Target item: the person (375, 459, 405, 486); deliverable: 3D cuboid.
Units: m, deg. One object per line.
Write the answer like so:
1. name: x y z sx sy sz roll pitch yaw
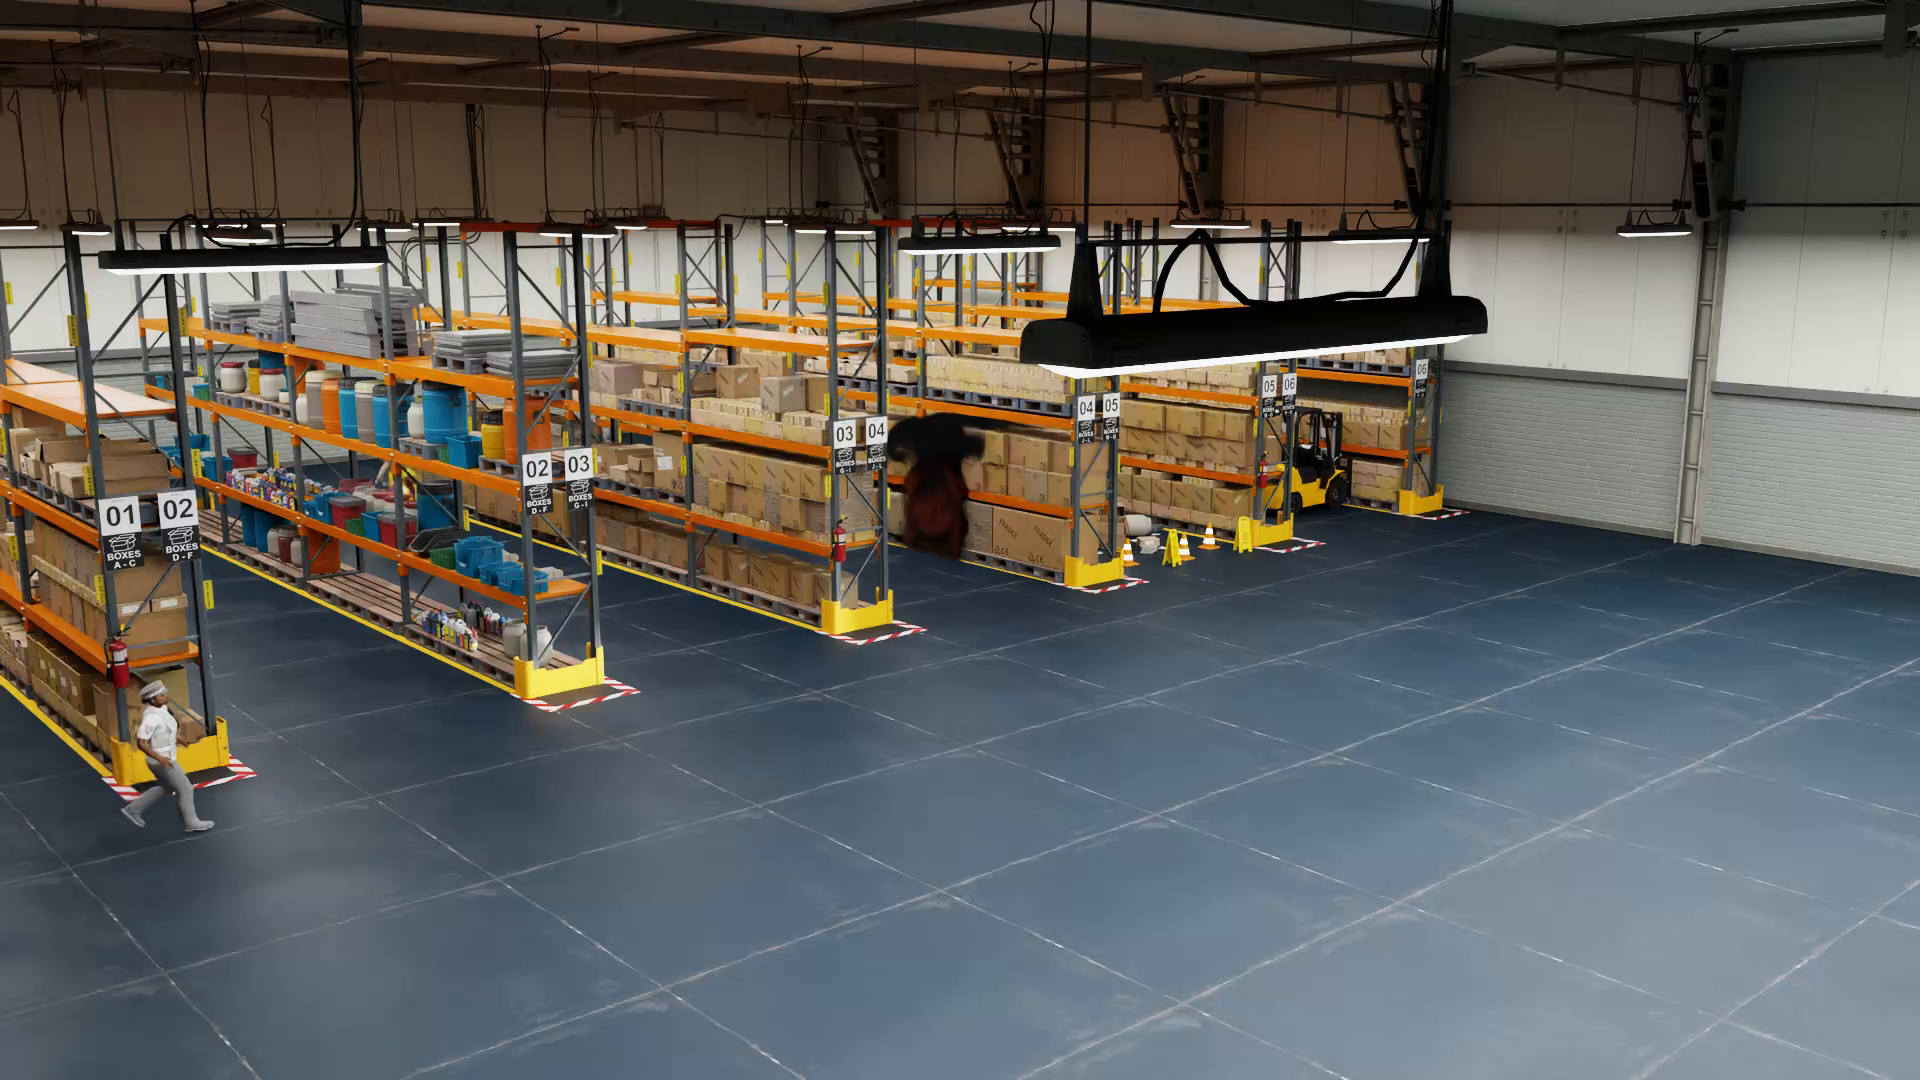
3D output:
1. person: -12.745 -2.057 37.610 1.019 1.666 0.642 -5 12 -23

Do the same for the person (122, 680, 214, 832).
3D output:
1. person: -8.033 2.203 16.767 0.806 1.662 0.618 -5 12 -22

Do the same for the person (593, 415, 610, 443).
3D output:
1. person: -8.932 -2.815 41.526 0.624 1.668 0.818 5 12 23

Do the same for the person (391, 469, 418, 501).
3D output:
1. person: -9.853 -0.414 29.595 0.542 1.716 0.774 6 13 28
